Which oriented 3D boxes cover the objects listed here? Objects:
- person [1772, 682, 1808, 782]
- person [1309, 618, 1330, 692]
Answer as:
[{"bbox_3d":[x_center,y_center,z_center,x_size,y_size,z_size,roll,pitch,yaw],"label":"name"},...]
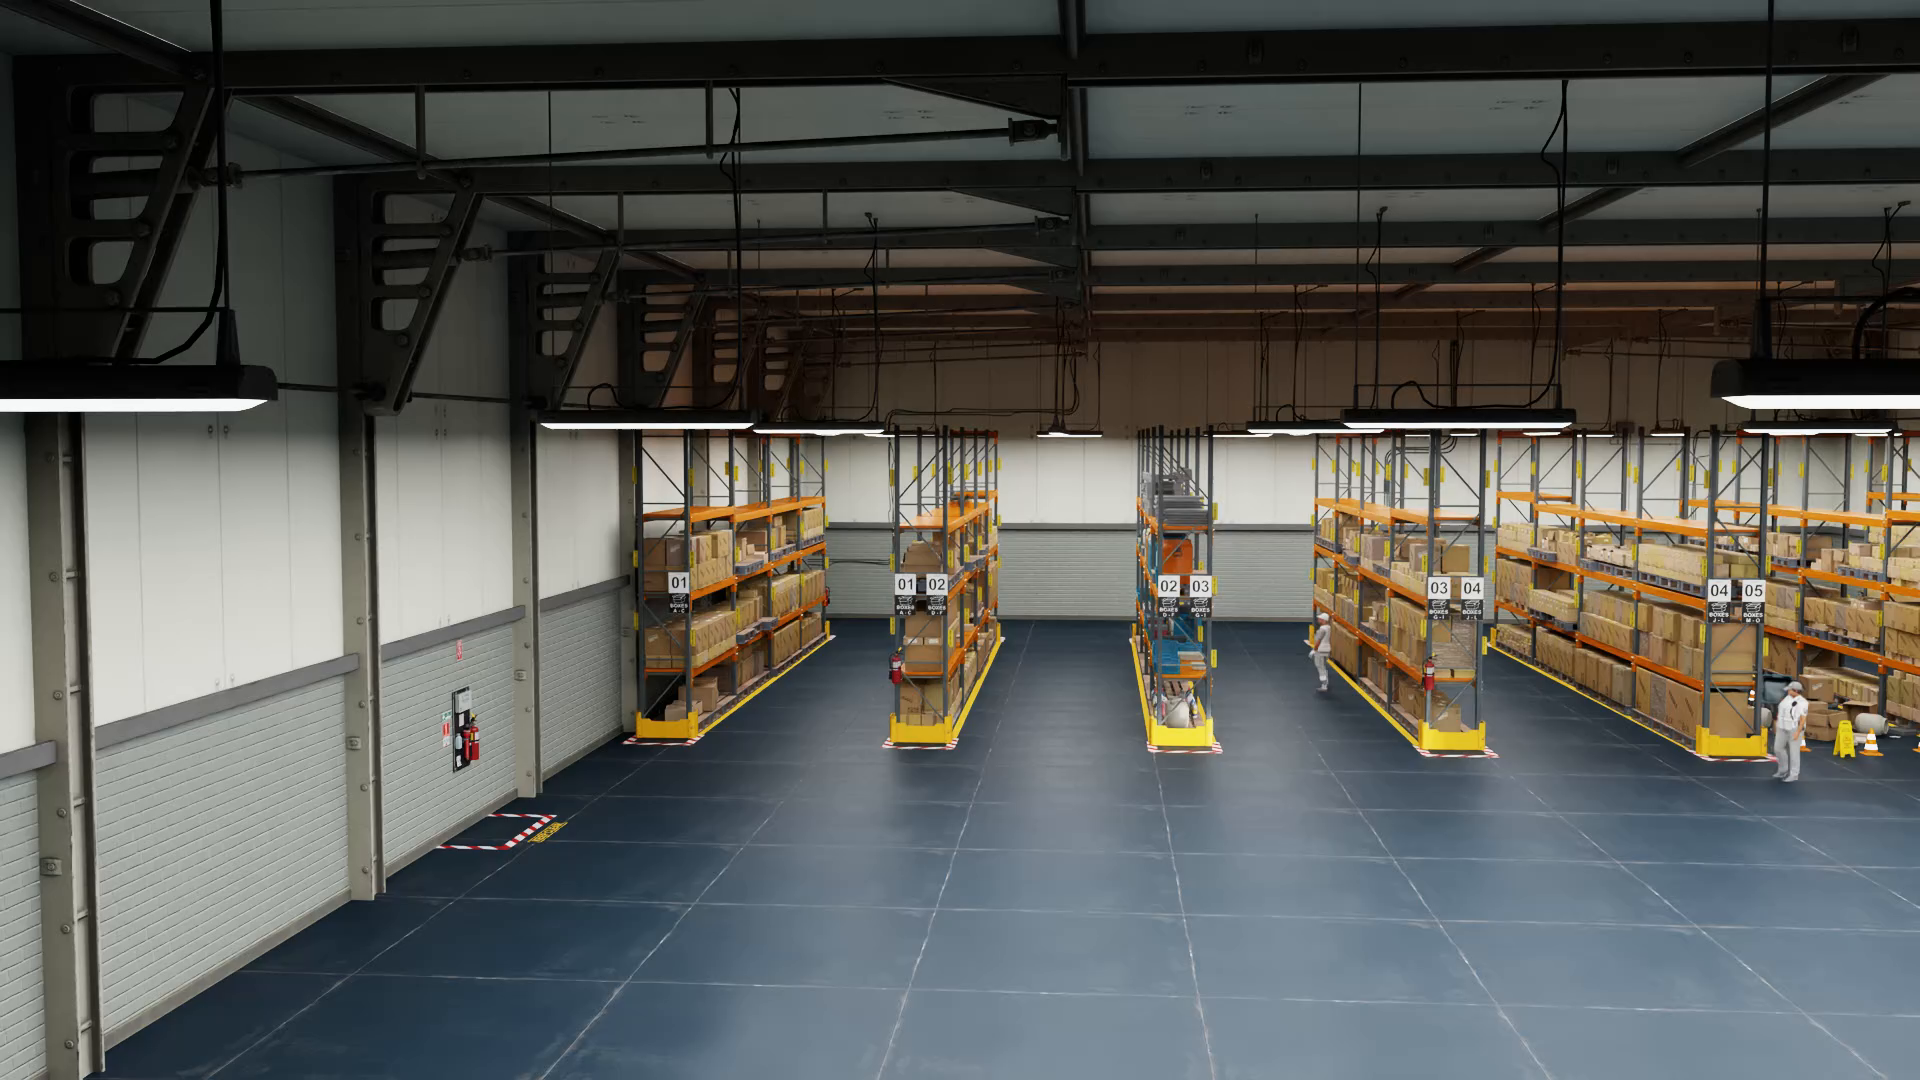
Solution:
[{"bbox_3d":[13.955,3.235,28.027,0.416,1.722,0.594,-2,4,-28],"label":"person"},{"bbox_3d":[8.211,2.594,37.715,0.589,1.781,0.386,-2,4,-32],"label":"person"}]
